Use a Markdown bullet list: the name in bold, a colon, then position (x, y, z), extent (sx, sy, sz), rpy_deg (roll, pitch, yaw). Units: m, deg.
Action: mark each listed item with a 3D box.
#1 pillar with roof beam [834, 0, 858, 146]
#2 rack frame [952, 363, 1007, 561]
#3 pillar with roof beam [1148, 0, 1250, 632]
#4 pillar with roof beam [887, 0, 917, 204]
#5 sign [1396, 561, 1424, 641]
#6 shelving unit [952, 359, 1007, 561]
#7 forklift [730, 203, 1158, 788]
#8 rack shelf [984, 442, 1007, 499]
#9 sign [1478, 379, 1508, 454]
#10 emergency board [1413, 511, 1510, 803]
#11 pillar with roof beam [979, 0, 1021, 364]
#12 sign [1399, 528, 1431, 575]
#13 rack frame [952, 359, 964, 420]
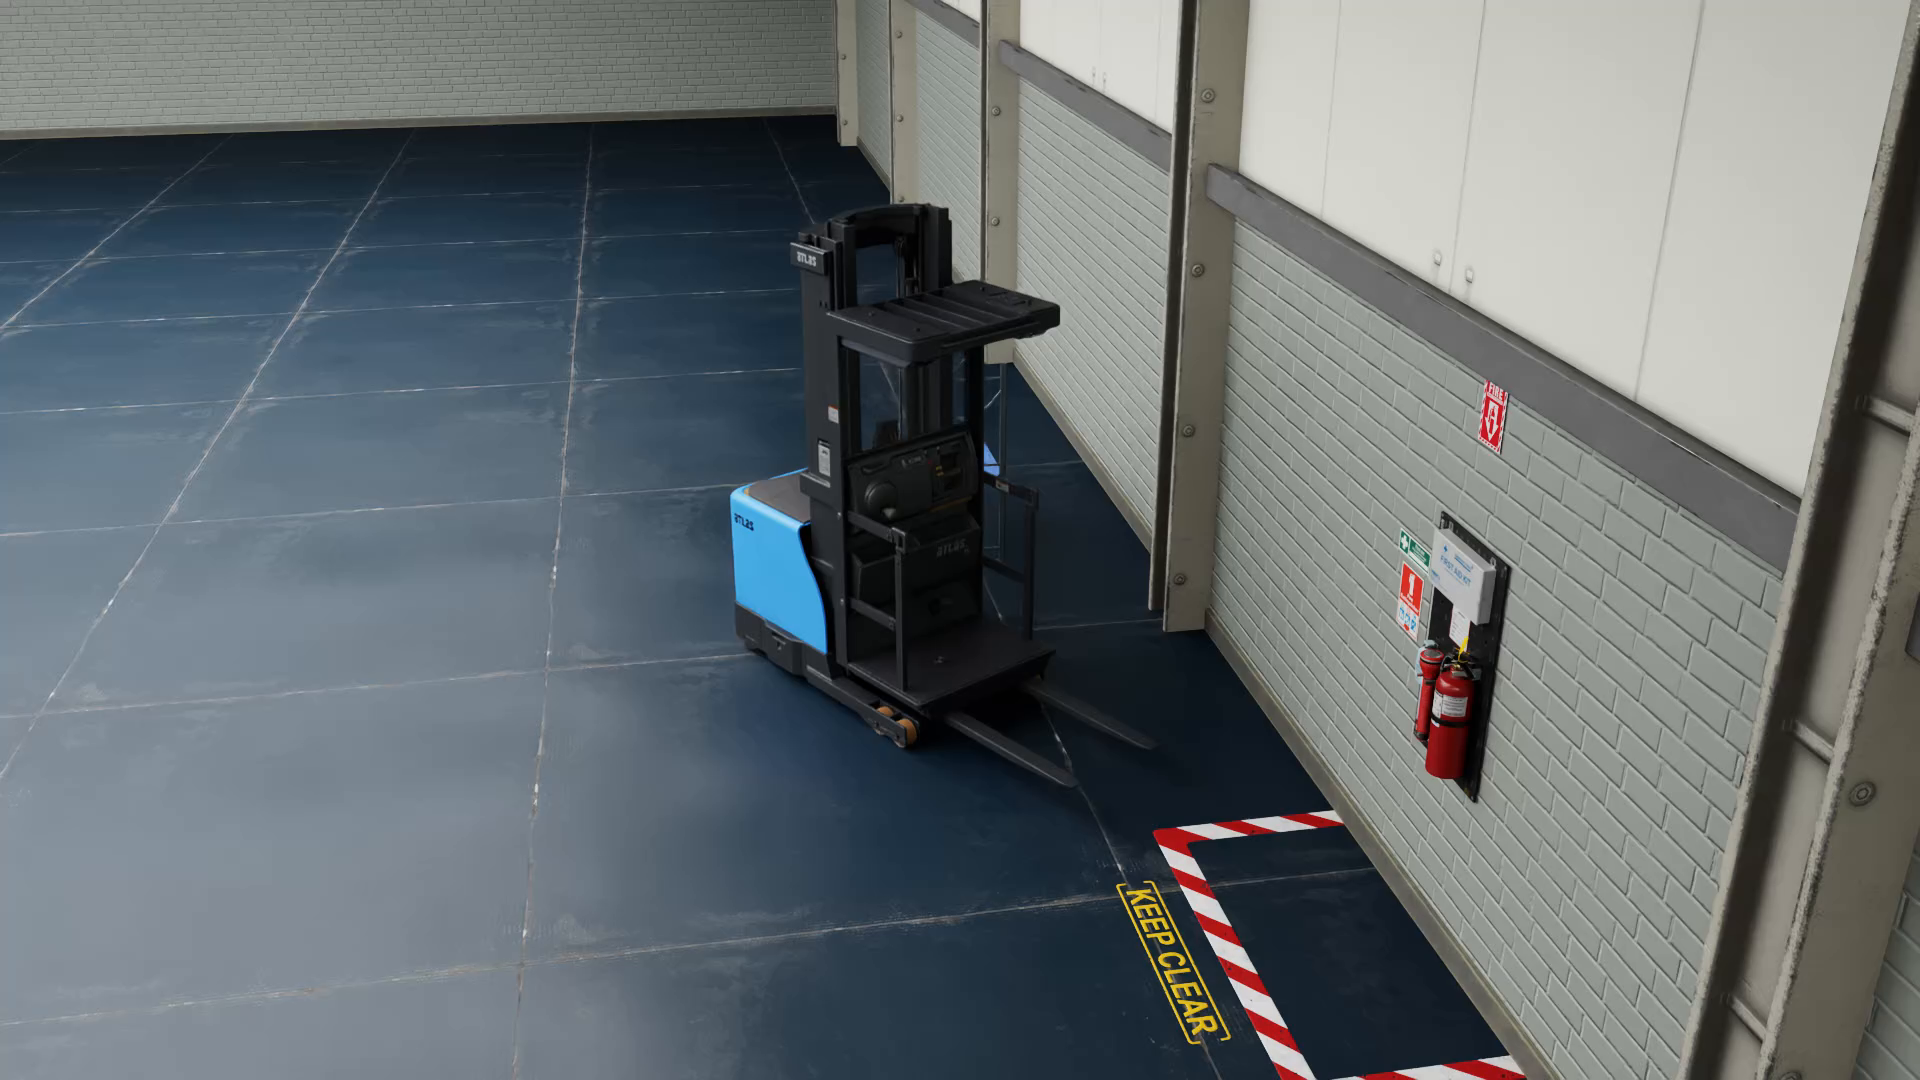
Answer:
- **pillar with roof beam**: position (-6.077, -10.360, 24.970), extent (9.100, 9.000, 0.400), rpy_deg (-4, 24, -10)
- **rack frame**: position (0.078, -0.521, 11.811), extent (0.500, 1.500, 0.032), rpy_deg (-4, 24, -10)
- **pillar with roof beam**: position (-2.749, -3.280, 8.759), extent (9.100, 9.000, 0.400), rpy_deg (-4, 24, -10)
- **pillar with roof beam**: position (-4.968, -8.000, 19.567), extent (9.100, 9.000, 0.400), rpy_deg (-4, 24, -10)
- **sign**: position (2.171, 0.294, 8.026), extent (0.001, 0.329, 0.234), rpy_deg (-4, 24, -10)
- **shelving unit**: position (-0.016, -0.721, 12.269), extent (0.538, 1.500, 1.048), rpy_deg (-4, 24, -10)
- **forklift**: position (-0.132, -0.359, 9.653), extent (1.130, 2.935, 3.031), rpy_deg (-19, 30, -37)
- **rack shelf**: position (-0.016, -0.556, 12.341), extent (0.538, 0.185, 1.000), rpy_deg (-4, 24, -10)
- **sign**: position (2.268, -0.537, 7.078), extent (0.001, 0.298, 0.199), rpy_deg (-4, 24, -10)
- **emergency board**: position (2.172, 0.536, 7.518), extent (0.194, 1.169, 0.643), rpy_deg (-4, 24, -10)
- **pillar with roof beam**: position (-3.858, -5.640, 14.163), extent (9.100, 9.000, 0.400), rpy_deg (-4, 24, -10)
- **sign**: position (2.163, 0.054, 7.915), extent (0.001, 0.109, 0.331), rpy_deg (-4, 24, -10)
- **rack frame**: position (-0.110, -0.921, 12.727), extent (0.500, 1.500, 0.032), rpy_deg (-4, 24, -10)
